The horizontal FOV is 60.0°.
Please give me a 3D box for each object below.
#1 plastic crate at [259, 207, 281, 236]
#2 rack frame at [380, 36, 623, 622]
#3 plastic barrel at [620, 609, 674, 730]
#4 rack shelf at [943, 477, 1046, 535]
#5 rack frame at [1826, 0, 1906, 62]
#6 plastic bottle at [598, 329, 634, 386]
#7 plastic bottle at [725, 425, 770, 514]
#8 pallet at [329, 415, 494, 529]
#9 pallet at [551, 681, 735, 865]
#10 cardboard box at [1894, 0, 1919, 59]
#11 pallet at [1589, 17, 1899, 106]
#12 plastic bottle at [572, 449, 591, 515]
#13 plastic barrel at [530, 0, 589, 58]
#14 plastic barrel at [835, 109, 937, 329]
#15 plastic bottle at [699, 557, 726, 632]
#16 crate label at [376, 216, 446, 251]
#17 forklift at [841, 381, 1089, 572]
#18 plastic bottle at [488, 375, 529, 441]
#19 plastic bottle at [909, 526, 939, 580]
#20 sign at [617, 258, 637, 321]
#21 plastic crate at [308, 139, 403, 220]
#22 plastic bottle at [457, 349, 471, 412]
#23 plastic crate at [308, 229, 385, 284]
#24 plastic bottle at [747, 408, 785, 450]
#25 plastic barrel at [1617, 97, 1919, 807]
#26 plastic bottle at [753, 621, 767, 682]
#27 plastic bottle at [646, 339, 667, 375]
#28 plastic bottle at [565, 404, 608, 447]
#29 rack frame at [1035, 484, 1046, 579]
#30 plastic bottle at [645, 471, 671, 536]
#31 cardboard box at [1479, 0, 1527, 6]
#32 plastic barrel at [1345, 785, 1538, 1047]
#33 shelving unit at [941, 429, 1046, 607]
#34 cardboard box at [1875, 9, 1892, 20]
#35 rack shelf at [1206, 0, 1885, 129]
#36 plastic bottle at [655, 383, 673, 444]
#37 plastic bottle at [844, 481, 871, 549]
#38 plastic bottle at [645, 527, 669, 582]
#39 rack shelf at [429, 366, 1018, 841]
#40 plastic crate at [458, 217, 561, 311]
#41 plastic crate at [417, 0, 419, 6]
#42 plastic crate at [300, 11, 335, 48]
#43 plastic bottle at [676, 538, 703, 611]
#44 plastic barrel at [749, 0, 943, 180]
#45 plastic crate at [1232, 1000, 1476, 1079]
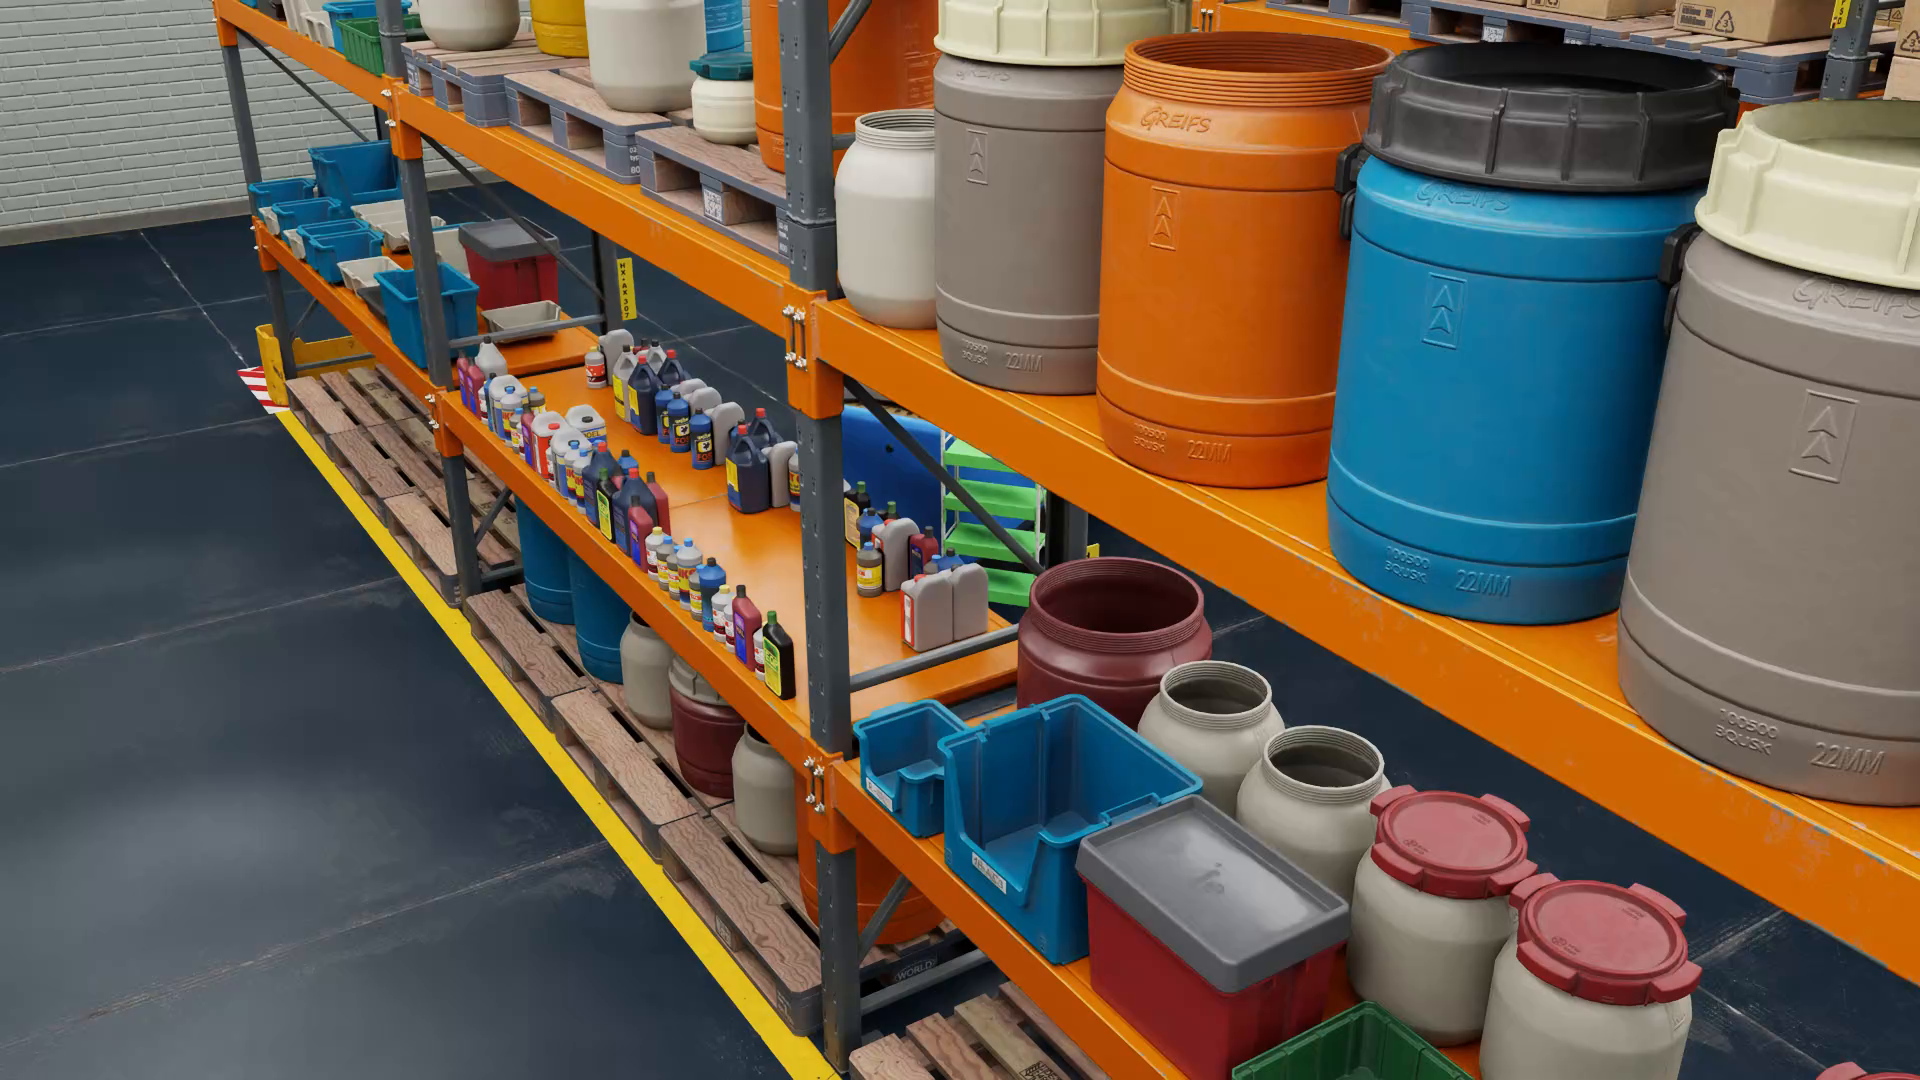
[{"bbox_3d":[-4.430,-2.095,10.912,0.250,0.136,0.298,-16,29,-30],"label":"plastic crate"},{"bbox_3d":[-2.212,-1.055,8.472,1.000,3.000,0.127,-16,29,-30],"label":"rack frame"},{"bbox_3d":[-1.309,0.554,7.484,0.421,0.512,0.421,0,25,0],"label":"plastic barrel"},{"bbox_3d":[0.182,-0.172,8.297,0.480,0.148,0.258,8,26,16],"label":"rack shelf"},{"bbox_3d":[4.122,-3.492,6.605,1.000,3.000,0.127,-16,29,-30],"label":"rack frame"},{"bbox_3d":[-1.726,-0.934,8.359,0.152,0.276,0.135,-16,29,-30],"label":"plastic bottle"},{"bbox_3d":[-0.888,-0.303,6.936,0.144,0.351,0.185,-16,29,-30],"label":"plastic bottle"},{"bbox_3d":[-3.316,-0.485,10.530,1.003,0.211,1.213,-16,29,-30],"label":"pallet"},{"bbox_3d":[-1.155,0.928,7.537,1.003,0.211,1.213,-16,29,-30],"label":"pallet"},{"bbox_3d":[4.163,-2.179,6.635,0.500,0.500,0.500,-15,29,-29],"label":"cardboard box"},{"bbox_3d":[3.726,-2.268,7.748,1.213,0.211,1.003,-14,29,-27],"label":"pallet"},{"bbox_3d":[-1.553,-0.246,6.908,0.097,0.271,0.097,0,25,0],"label":"plastic bottle"},{"bbox_3d":[-1.543,-2.408,7.110,0.600,0.588,0.600,0,25,0],"label":"plastic barrel"},{"bbox_3d":[-0.115,-0.849,4.390,0.421,0.512,0.421,0,25,0],"label":"plastic barrel"},{"bbox_3d":[-0.886,0.191,5.983,0.097,0.271,0.097,0,25,0],"label":"plastic bottle"},{"bbox_3d":[-3.480,-1.943,10.592,0.396,0.136,0.243,-16,29,-30],"label":"crate label"},{"bbox_3d":[0.295,-1.560,9.621,1.130,2.935,3.031,13,28,25],"label":"forklift"},{"bbox_3d":[-2.078,-0.614,7.682,0.152,0.276,0.135,-16,29,-30],"label":"plastic bottle"},{"bbox_3d":[-0.135,0.070,6.225,0.061,0.283,0.133,-16,29,-30],"label":"plastic bottle"},{"bbox_3d":[-1.750,-1.308,8.683,0.100,0.325,0.005,-16,29,-30],"label":"sign"},{"bbox_3d":[-4.056,-2.453,11.321,0.616,0.435,0.499,-16,29,-30],"label":"plastic crate"},{"bbox_3d":[-2.369,-0.772,8.008,0.061,0.283,0.133,-16,29,-30],"label":"plastic bottle"},{"bbox_3d":[-3.654,-1.694,9.951,0.416,0.233,0.300,-16,29,-30],"label":"plastic crate"},{"bbox_3d":[-0.834,-0.387,7.113,0.144,0.351,0.185,-16,29,-30],"label":"plastic bottle"},{"bbox_3d":[1.339,-0.142,2.437,0.600,0.901,0.600,0,25,0],"label":"plastic barrel"},{"bbox_3d":[-0.654,0.374,5.676,0.097,0.201,0.097,0,25,0],"label":"plastic bottle"},{"bbox_3d":[-1.436,-0.781,7.947,0.144,0.351,0.185,-16,29,-30],"label":"plastic bottle"},{"bbox_3d":[-1.645,-0.449,7.333,0.152,0.276,0.135,-16,29,-30],"label":"plastic bottle"},{"bbox_3d":[0.415,0.019,8.305,0.015,1.200,0.240,8,26,16],"label":"rack frame"},{"bbox_3d":[-1.210,-0.126,6.639,0.061,0.283,0.133,-16,29,-30],"label":"plastic bottle"},{"bbox_3d":[2.989,-3.098,8.671,0.797,0.503,0.637,-16,30,-30],"label":"cardboard box"},{"bbox_3d":[1.180,0.934,4.098,0.433,0.535,0.433,0,25,0],"label":"plastic barrel"},{"bbox_3d":[0.182,-0.013,8.372,0.503,1.200,0.258,8,26,16],"label":"shelving unit"},{"bbox_3d":[9.196,-5.484,16.565,0.500,0.500,0.500,-15,29,-29],"label":"cardboard box"},{"bbox_3d":[3.030,-2.525,8.915,1.077,0.370,4.000,-16,29,-30],"label":"rack shelf"},{"bbox_3d":[-1.345,-0.585,7.626,0.097,0.271,0.097,0,25,0],"label":"plastic bottle"},{"bbox_3d":[-0.407,-0.109,6.603,0.061,0.283,0.133,-16,29,-30],"label":"plastic bottle"},{"bbox_3d":[-1.152,0.048,6.367,0.097,0.201,0.097,0,25,0],"label":"plastic bottle"},{"bbox_3d":[-1.120,-0.015,7.110,1.077,0.370,4.000,-16,29,-30],"label":"rack shelf"},{"bbox_3d":[-2.489,-1.489,9.246,0.402,0.464,0.583,-16,29,-30],"label":"plastic crate"},{"bbox_3d":[-2.660,-2.861,8.936,0.497,0.269,0.590,-16,29,-30],"label":"plastic crate"},{"bbox_3d":[-3.225,-2.659,8.663,0.293,0.136,0.466,-16,29,-30],"label":"plastic crate"},{"bbox_3d":[-0.992,0.121,6.131,0.097,0.271,0.097,0,25,0],"label":"plastic bottle"},{"bbox_3d":[-0.335,-1.569,5.051,0.600,0.830,0.708,-16,29,-30],"label":"plastic barrel"},{"bbox_3d":[0.968,1.345,3.636,0.450,0.188,0.662,-16,29,-30],"label":"plastic crate"}]
